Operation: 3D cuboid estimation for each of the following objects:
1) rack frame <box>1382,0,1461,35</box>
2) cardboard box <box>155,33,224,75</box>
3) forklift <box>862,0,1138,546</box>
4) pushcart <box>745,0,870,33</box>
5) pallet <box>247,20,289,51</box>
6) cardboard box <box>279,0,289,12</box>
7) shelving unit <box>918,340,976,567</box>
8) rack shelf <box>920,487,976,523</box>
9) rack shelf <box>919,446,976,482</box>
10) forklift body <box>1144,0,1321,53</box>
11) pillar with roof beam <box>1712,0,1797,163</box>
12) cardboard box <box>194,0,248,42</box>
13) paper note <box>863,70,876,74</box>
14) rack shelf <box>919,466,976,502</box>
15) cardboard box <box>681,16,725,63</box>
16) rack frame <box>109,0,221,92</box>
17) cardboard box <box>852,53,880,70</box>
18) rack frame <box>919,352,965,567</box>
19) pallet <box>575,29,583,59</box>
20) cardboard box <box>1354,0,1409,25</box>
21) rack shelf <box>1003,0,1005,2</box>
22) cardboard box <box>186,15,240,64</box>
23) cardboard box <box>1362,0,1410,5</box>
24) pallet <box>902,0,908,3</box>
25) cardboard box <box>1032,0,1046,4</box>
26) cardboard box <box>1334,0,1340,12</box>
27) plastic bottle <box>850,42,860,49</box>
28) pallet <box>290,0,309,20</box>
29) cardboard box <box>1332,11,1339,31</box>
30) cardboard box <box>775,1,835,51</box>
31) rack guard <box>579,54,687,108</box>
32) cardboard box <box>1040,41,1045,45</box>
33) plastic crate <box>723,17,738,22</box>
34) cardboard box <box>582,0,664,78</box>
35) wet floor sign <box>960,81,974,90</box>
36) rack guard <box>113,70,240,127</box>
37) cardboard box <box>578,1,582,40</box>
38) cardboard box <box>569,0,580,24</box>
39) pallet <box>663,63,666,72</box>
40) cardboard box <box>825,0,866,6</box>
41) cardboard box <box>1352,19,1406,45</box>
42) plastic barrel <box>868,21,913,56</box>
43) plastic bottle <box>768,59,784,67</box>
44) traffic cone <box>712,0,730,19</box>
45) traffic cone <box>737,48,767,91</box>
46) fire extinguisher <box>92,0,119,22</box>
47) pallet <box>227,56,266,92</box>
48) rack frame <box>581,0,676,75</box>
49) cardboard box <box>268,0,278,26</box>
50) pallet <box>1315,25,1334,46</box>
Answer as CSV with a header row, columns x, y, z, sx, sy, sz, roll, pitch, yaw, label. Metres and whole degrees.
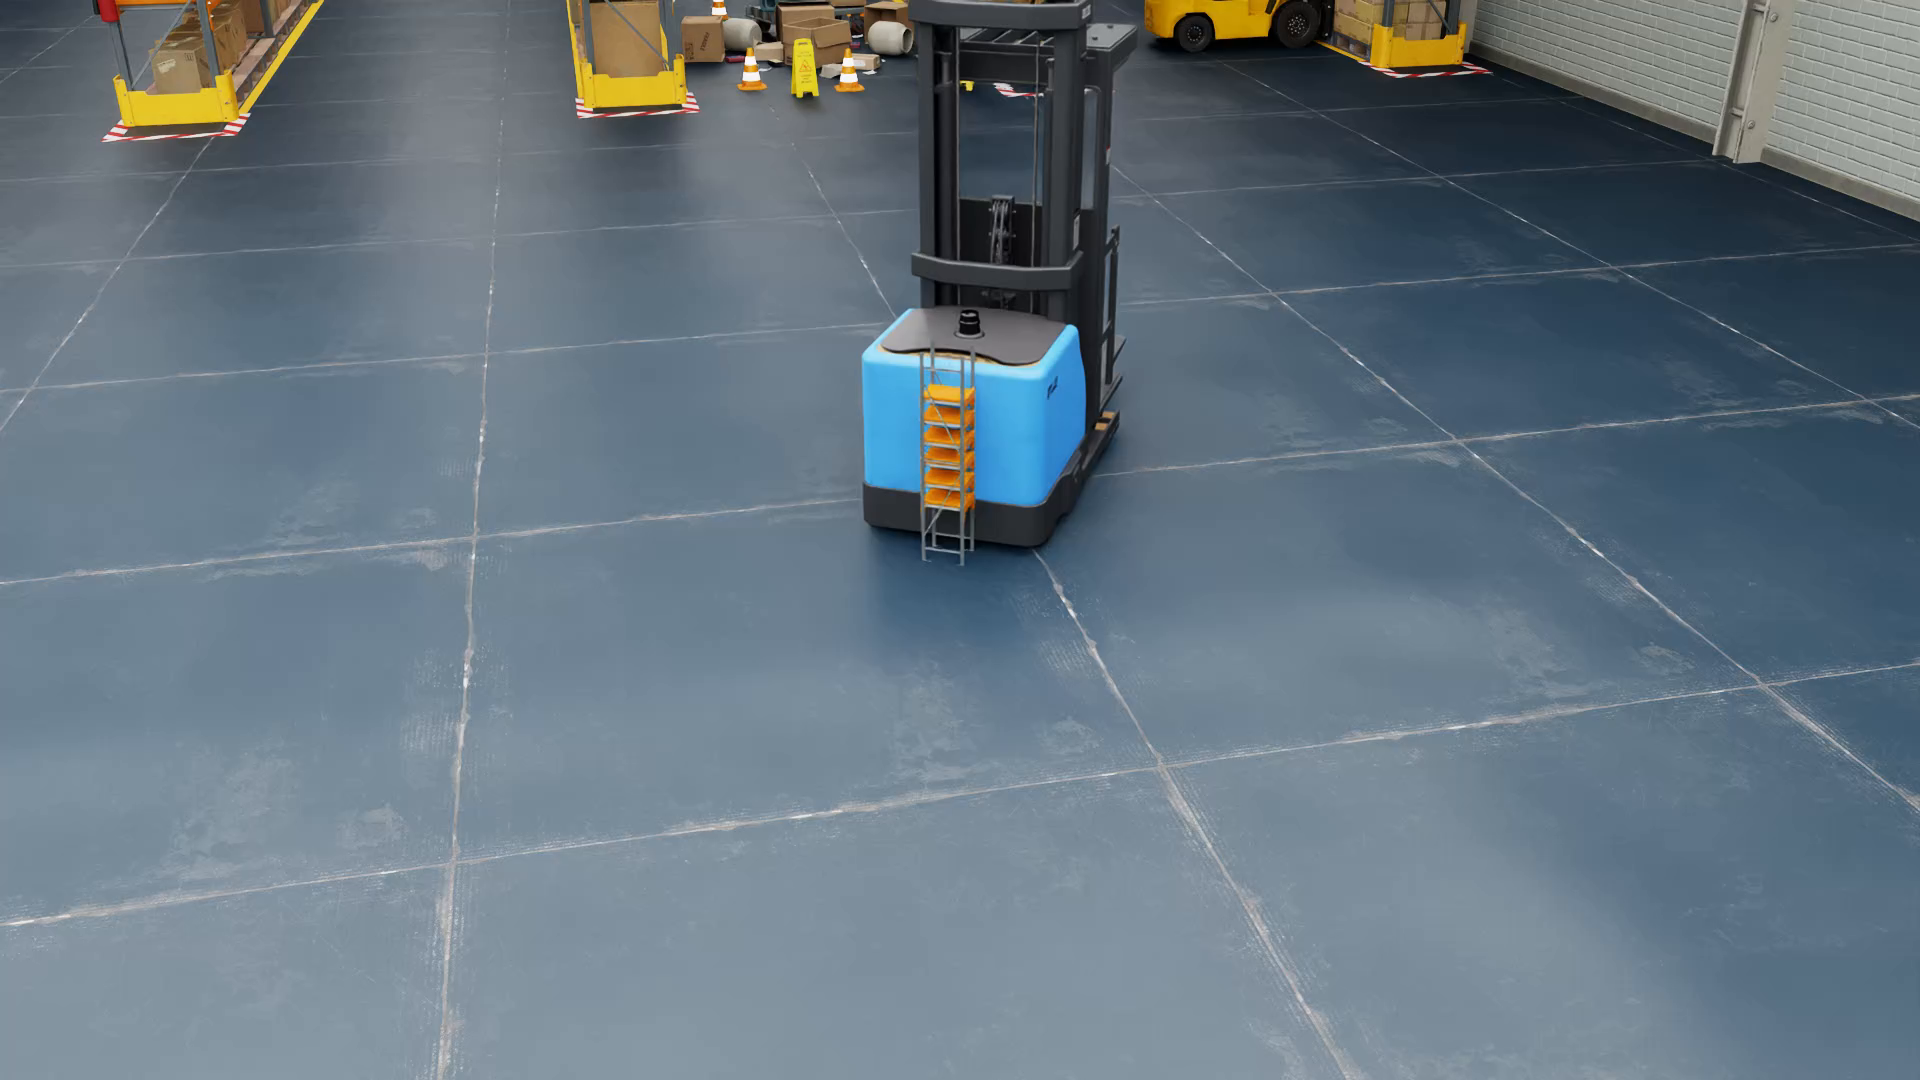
x,y,z,sx,sy,sz,roll,pitch,yaw,label
5.862,-7.480,20.740,1.000,3.000,0.127,-6,27,-12,rack frame
-8.921,-5.574,19.272,0.500,0.500,0.500,1,27,2,cardboard box
0.380,-1.918,9.798,1.130,2.935,3.031,8,28,15,forklift
-2.085,-7.306,23.306,1.648,0.377,0.936,-16,31,-29,pushcart
-9.707,-6.820,22.528,1.003,0.211,1.213,-6,27,-12,pallet
-9.989,-7.778,23.616,0.700,0.500,0.500,-4,27,-7,cardboard box
-0.065,-0.446,8.802,0.258,1.200,0.189,8,28,15,shelving unit
-0.065,-0.192,8.930,0.258,0.103,0.180,8,28,15,rack shelf
-0.065,-0.406,8.822,0.258,0.103,0.180,8,28,15,rack shelf
3.657,-7.748,22.213,2.313,2.155,1.214,-6,27,-12,forklift body
3.741,-7.484,14.090,9.100,9.000,0.400,-6,27,-12,pillar with roof beam
-9.479,-6.616,21.336,0.500,0.500,0.500,-7,28,-13,cardboard box
-1.126,-5.861,20.829,0.148,0.019,0.142,-16,31,-29,paper note
-0.065,-0.299,8.876,0.258,0.103,0.180,8,28,15,rack shelf
-3.325,-6.491,21.552,0.500,0.500,0.500,-1,27,-3,cardboard box
-8.628,-5.968,17.744,1.000,3.000,0.127,-6,27,-12,rack frame
-1.237,-6.071,21.113,0.380,0.149,0.250,8,28,15,cardboard box
-0.092,-0.407,8.724,0.240,1.200,0.006,8,28,15,rack frame
-4.580,-6.596,22.084,1.003,0.211,1.213,-6,27,-12,pallet
5.448,-6.845,21.513,0.500,0.250,0.500,-6,27,-12,cardboard box
0.576,-7.531,21.640,1.077,0.370,4.000,-6,27,-12,rack shelf
-9.126,-6.100,20.315,0.500,0.500,0.500,-8,28,-16,cardboard box
5.454,-7.056,21.377,0.500,0.250,0.500,-5,27,-10,cardboard box
-0.330,-8.363,25.585,1.003,0.211,1.213,-6,27,-12,pallet
1.108,-6.661,20.872,0.500,0.500,0.500,-7,28,-13,cardboard box
5.208,-7.290,22.396,0.500,0.250,0.500,-7,28,-13,cardboard box
-1.411,-6.661,22.379,0.133,0.061,0.283,-1,27,-3,plastic bottle
-10.257,-7.892,24.651,1.003,0.211,1.213,-6,27,-12,pallet
5.241,-7.054,22.481,0.500,0.250,0.500,-6,27,-11,cardboard box
-2.055,-6.844,22.100,0.797,0.637,0.503,-6,27,-12,cardboard box
-3.768,-5.300,19.197,1.175,0.500,0.348,-6,27,-12,rack guard
1.114,-6.316,21.020,0.500,0.250,0.500,-6,27,-12,cardboard box
-3.359,-7.010,22.866,0.450,0.188,0.662,-2,25,20,plastic crate
-3.990,-5.957,19.615,0.875,0.875,0.875,-6,27,-11,cardboard box
0.027,-5.731,19.888,0.267,0.644,0.232,3,27,6,wet floor sign
-8.646,-4.885,18.374,1.175,0.500,0.348,-6,27,-12,rack guard
-4.601,-7.139,21.956,0.875,0.875,0.875,-6,27,-11,cardboard box
-4.902,-7.629,23.067,1.050,0.750,0.750,-6,27,-12,cardboard box
-4.030,-5.525,19.962,1.003,0.211,1.213,-6,27,-12,pallet
-1.602,-7.758,23.225,0.500,0.500,0.500,-6,27,-12,cardboard box
5.448,-6.614,21.610,0.500,0.250,0.500,-6,27,-11,cardboard box
-0.914,-6.577,21.810,0.512,0.421,0.421,13,30,24,plastic barrel
-2.373,-6.109,21.286,0.133,0.061,0.283,-16,31,-29,plastic bottle
-3.506,-7.792,24.175,0.336,0.463,0.334,-6,27,-12,traffic cone
-2.509,-5.672,19.973,0.336,0.463,0.334,-6,27,-12,traffic cone
-9.052,-5.836,17.569,0.296,0.674,0.183,-6,27,-12,fire extinguisher
-9.066,-5.651,20.211,1.003,0.211,1.213,-6,27,-12,pallet
-3.773,-6.427,18.654,1.000,3.000,0.127,-6,27,-12,rack frame
-9.736,-7.287,22.644,0.700,0.500,0.500,-6,27,-12,cardboard box
5.377,-7.101,23.084,1.003,0.211,1.213,-6,27,-12,pallet
